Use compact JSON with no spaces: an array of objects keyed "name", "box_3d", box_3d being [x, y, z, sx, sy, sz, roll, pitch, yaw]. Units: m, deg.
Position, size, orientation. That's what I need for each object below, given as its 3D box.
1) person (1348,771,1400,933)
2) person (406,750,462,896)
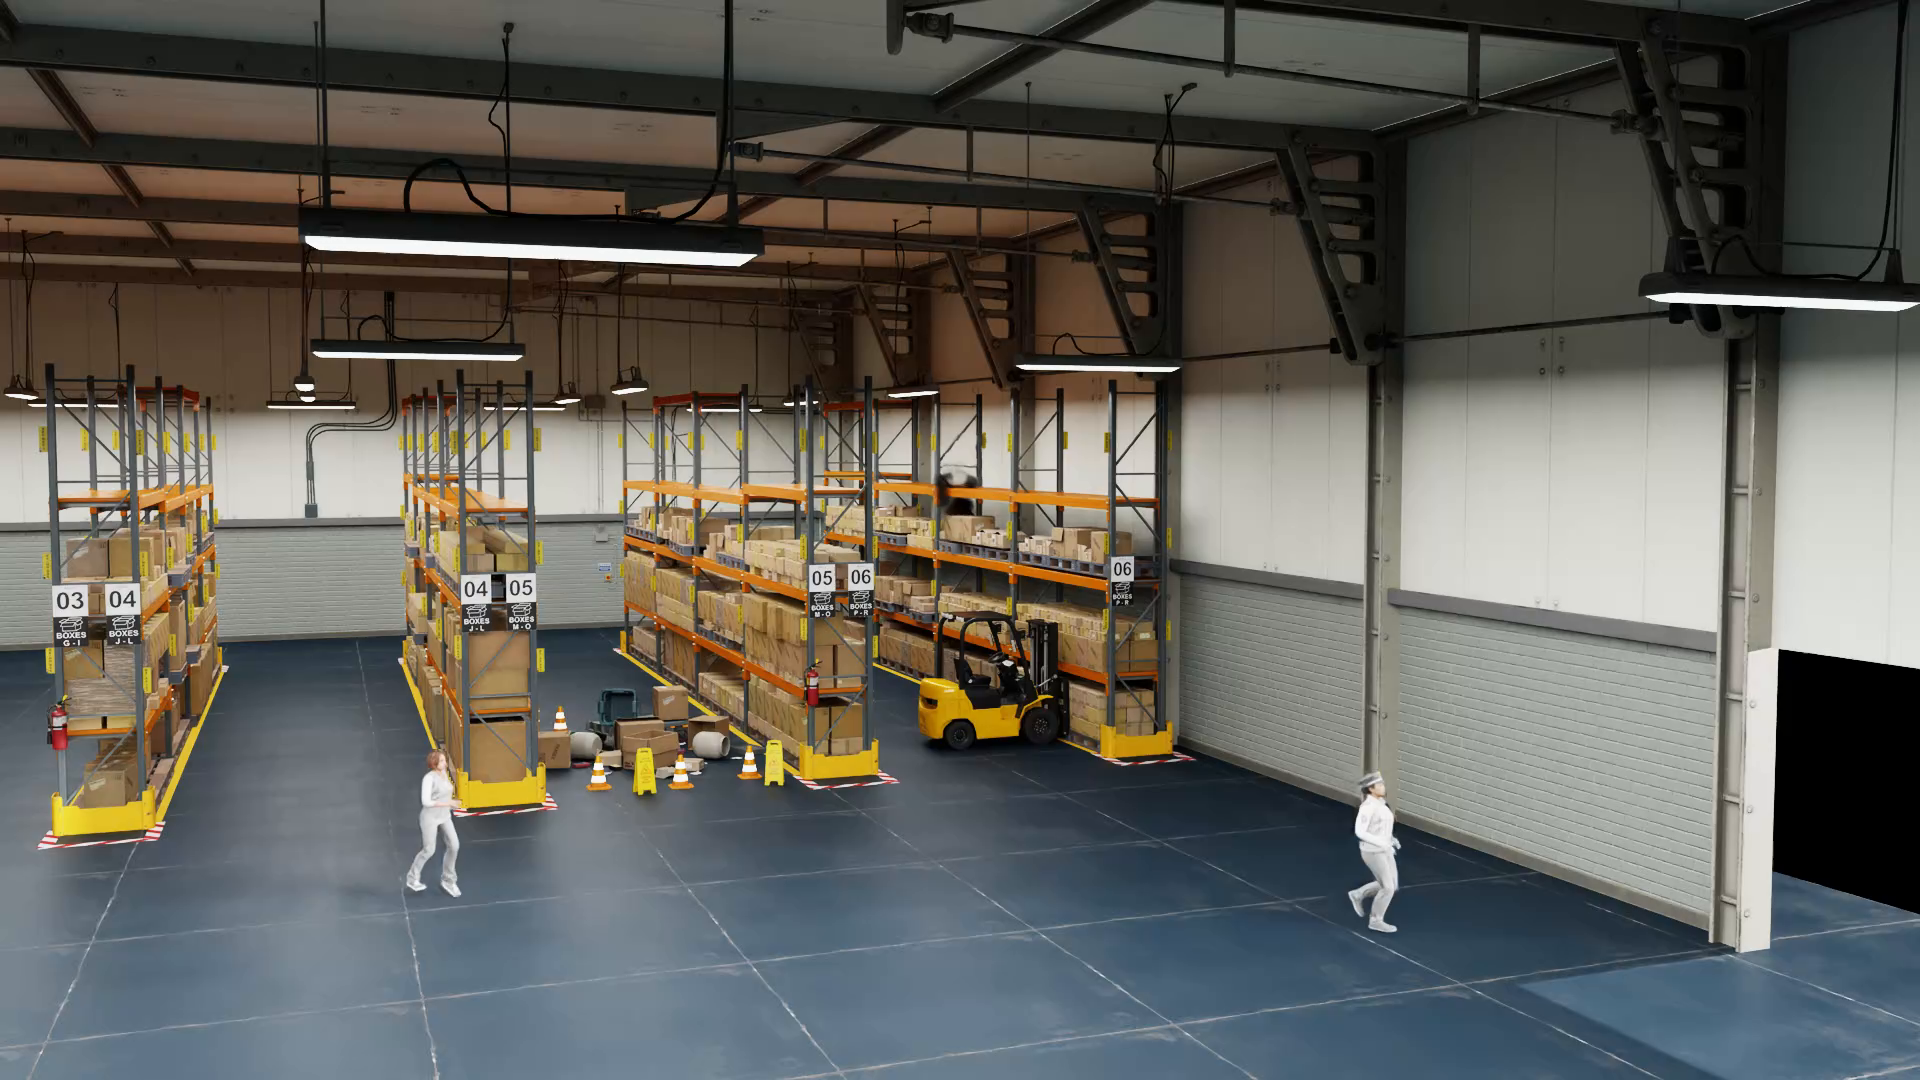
[{"name":"person","box_3d":[4.241,3.178,17.062,0.579,1.646,0.613,2,4,34]},{"name":"person","box_3d":[-5.783,3.140,18.348,0.707,1.662,0.559,1,4,18]}]
